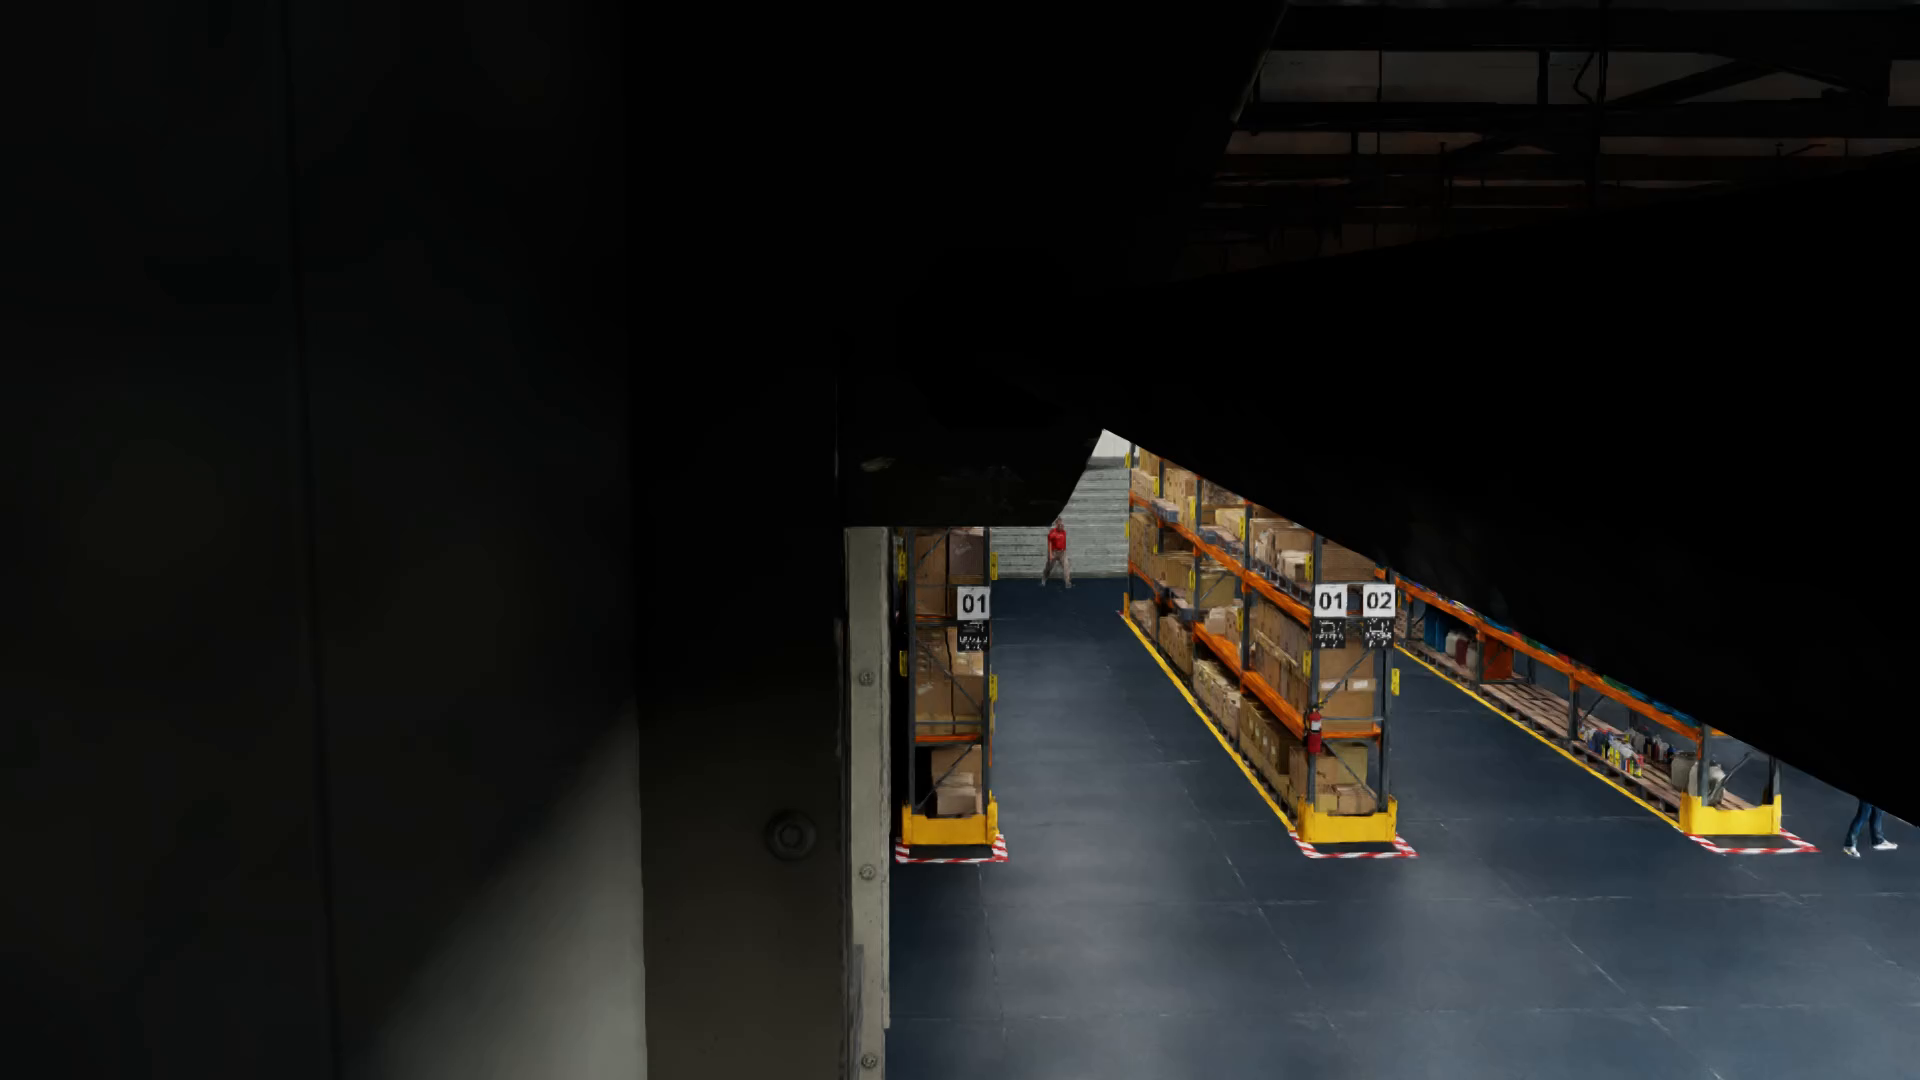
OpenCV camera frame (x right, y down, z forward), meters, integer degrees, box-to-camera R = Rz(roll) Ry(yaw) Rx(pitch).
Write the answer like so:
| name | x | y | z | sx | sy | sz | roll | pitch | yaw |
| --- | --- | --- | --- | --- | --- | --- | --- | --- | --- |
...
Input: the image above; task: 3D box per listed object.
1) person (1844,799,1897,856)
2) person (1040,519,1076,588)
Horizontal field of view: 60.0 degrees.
| name | x | y | z | sx | sy | sz | roll | pitch | yaw |
| --- | --- | --- | --- | --- | --- | --- | --- | --- | --- |
| person | 10.978 | 2.983 | 19.974 | 0.529 | 1.588 | 0.638 | 5 | 9 | 33 |
| person | 2.337 | 0.318 | 40.363 | 0.585 | 1.685 | 0.949 | -4 | 8 | -28 |
